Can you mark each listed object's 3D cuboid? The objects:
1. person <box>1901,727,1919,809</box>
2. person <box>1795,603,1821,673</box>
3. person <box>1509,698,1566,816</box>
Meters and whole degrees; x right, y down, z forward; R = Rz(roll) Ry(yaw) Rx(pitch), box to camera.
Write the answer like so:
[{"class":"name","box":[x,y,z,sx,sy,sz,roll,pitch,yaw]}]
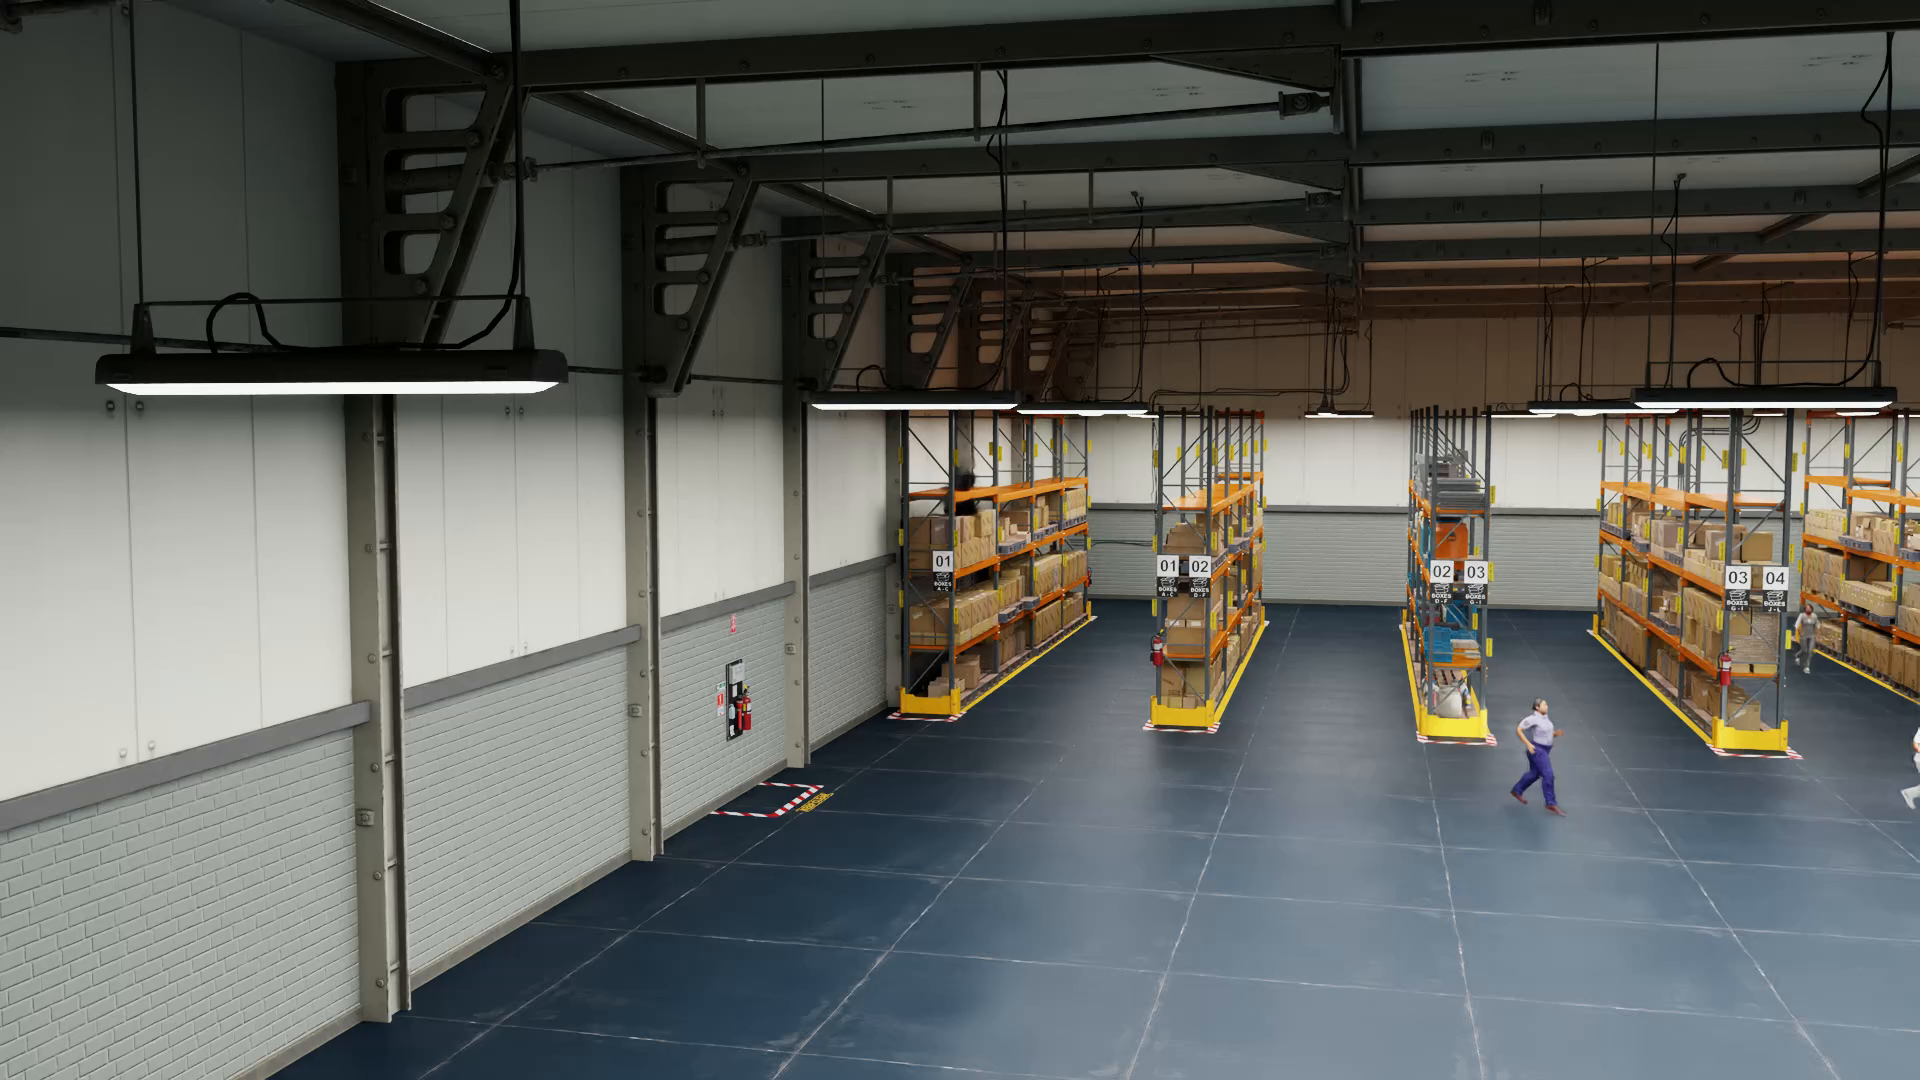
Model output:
[{"class":"person","box":[13.899,3.198,23.880,0.668,1.621,0.613,4,6,43]},{"class":"person","box":[19.367,2.229,38.007,0.540,1.581,0.630,1,4,14]},{"class":"person","box":[8.489,3.148,24.354,0.839,1.665,0.594,3,5,36]}]
